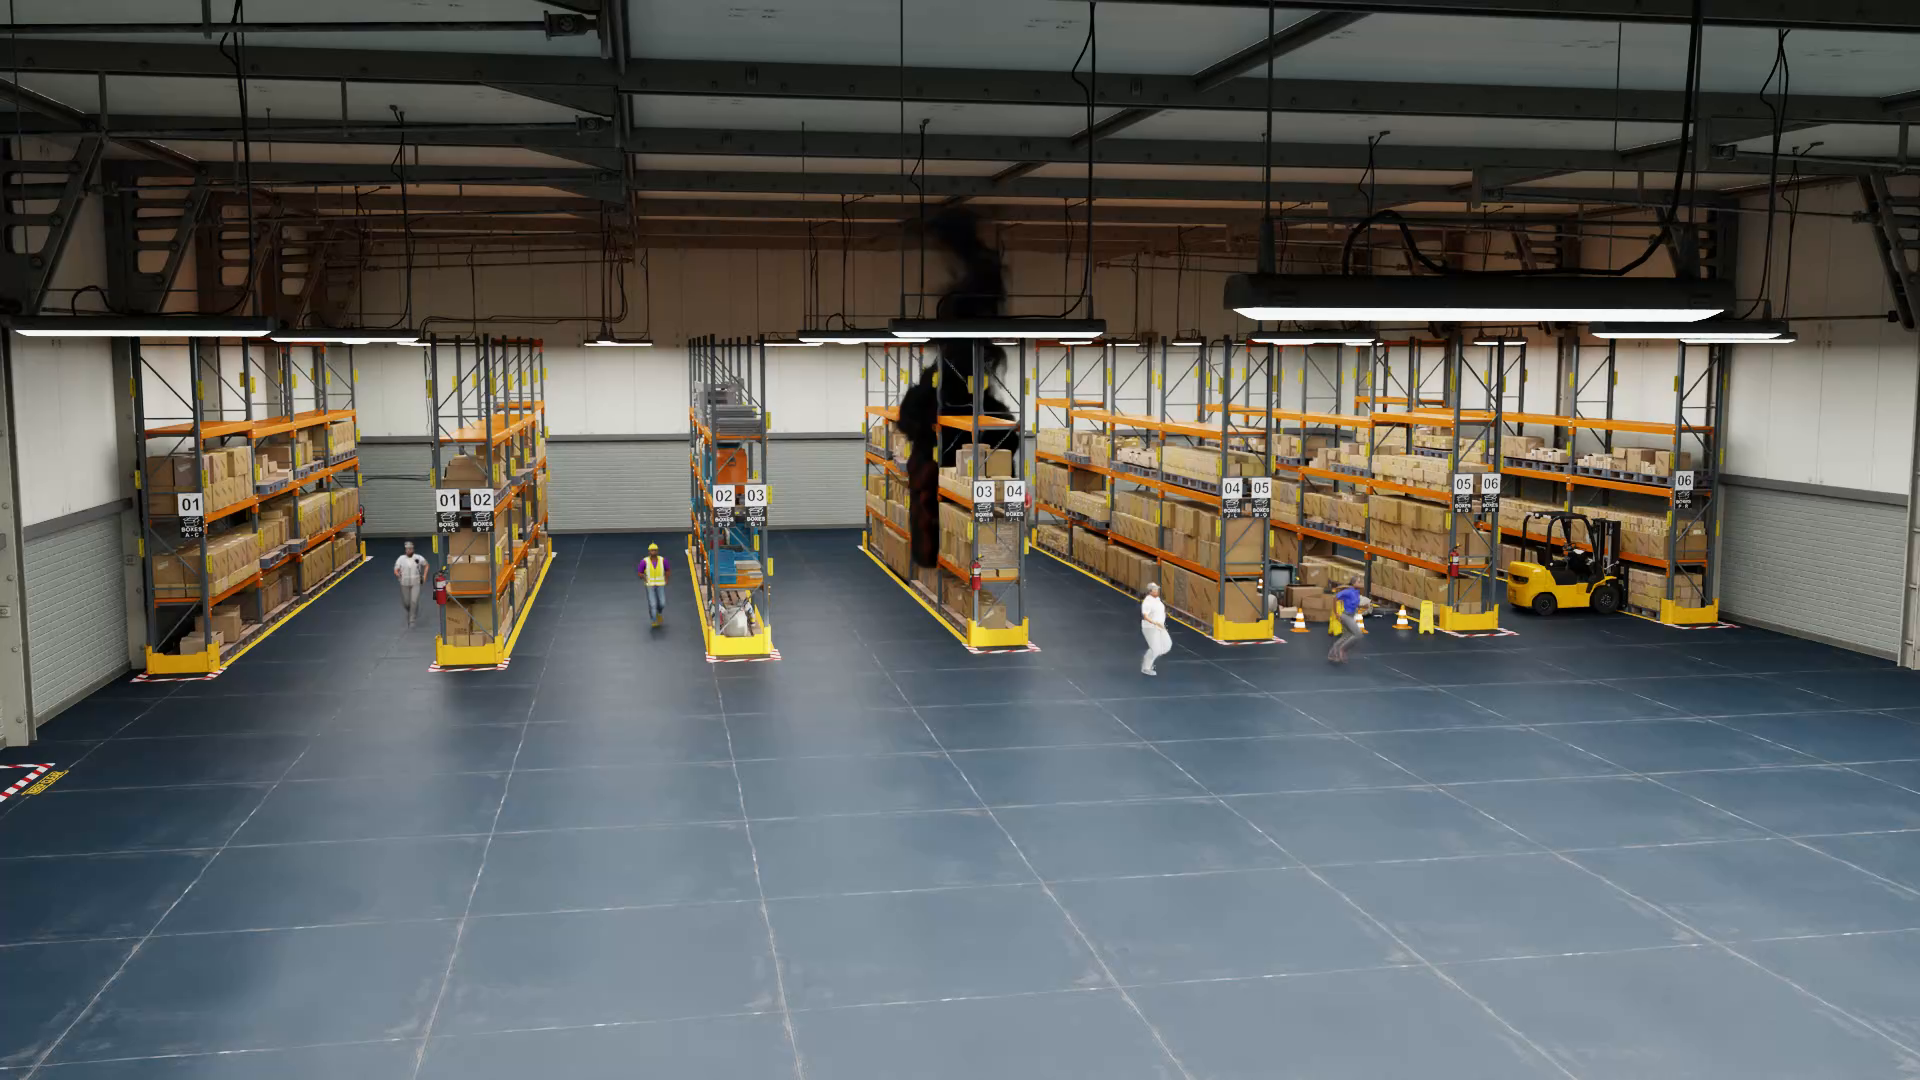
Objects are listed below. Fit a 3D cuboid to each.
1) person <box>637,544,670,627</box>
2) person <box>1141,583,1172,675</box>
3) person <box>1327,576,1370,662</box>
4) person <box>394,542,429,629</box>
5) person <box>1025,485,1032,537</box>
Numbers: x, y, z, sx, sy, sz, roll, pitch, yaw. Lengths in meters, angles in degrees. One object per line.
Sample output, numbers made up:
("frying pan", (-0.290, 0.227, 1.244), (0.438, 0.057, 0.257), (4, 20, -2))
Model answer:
("person", (-6.286, 0.939, 34.282), (0.692, 1.720, 0.589), (-2, 7, -17))
("person", (3.456, 1.568, 29.373), (0.508, 1.618, 0.616), (4, 8, 32))
("person", (7.087, 1.441, 30.294), (0.742, 1.584, 0.529), (4, 7, 29))
("person", (-11.380, 0.907, 34.508), (0.677, 1.763, 0.965), (-1, 7, -11))
("person", (1.880, -0.762, 49.435), (0.654, 1.738, 0.674), (-6, 9, -43))
